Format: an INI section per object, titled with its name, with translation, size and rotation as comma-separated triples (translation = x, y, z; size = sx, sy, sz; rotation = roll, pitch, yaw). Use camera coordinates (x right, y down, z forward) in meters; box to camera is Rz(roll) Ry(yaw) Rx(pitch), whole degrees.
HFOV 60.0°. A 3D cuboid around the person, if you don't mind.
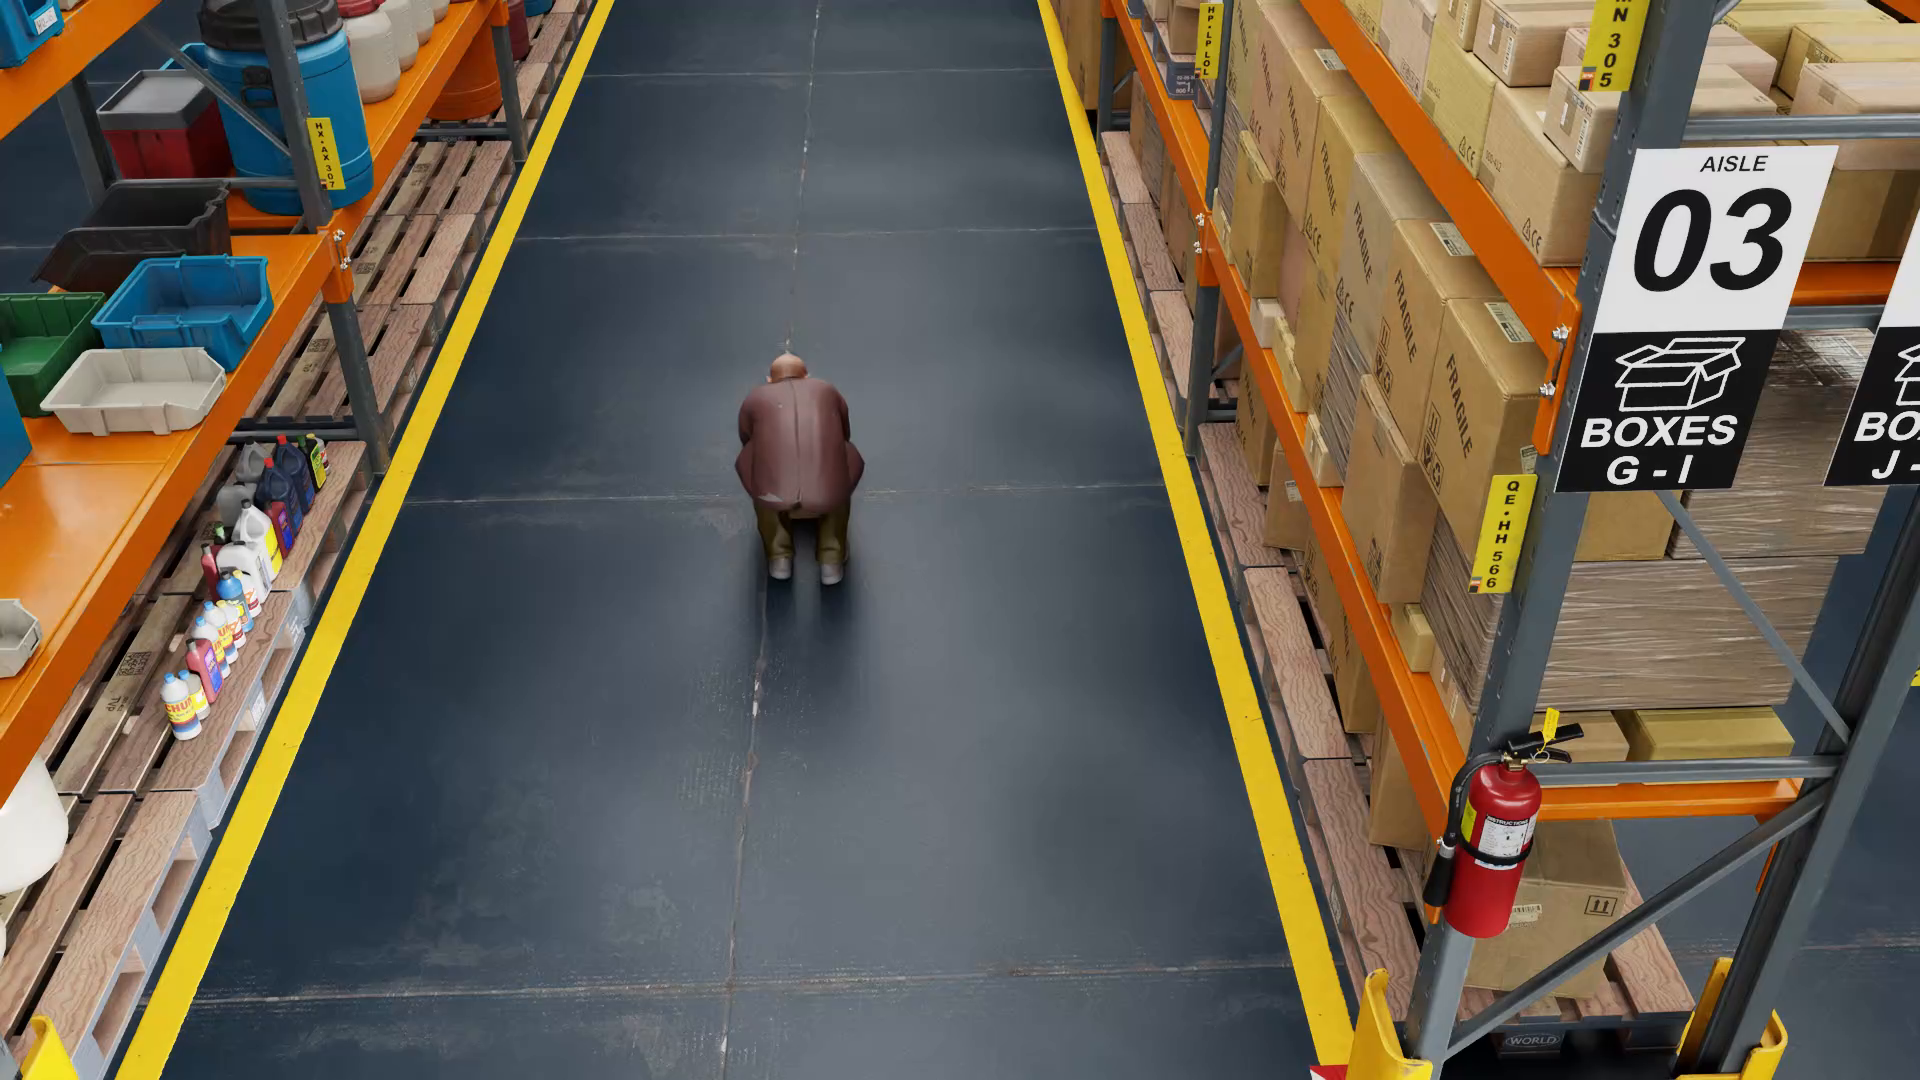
[person]
translation = -0.713, -0.301, 7.460
size = 0.573, 0.826, 0.945
rotation = -2, 35, -3
